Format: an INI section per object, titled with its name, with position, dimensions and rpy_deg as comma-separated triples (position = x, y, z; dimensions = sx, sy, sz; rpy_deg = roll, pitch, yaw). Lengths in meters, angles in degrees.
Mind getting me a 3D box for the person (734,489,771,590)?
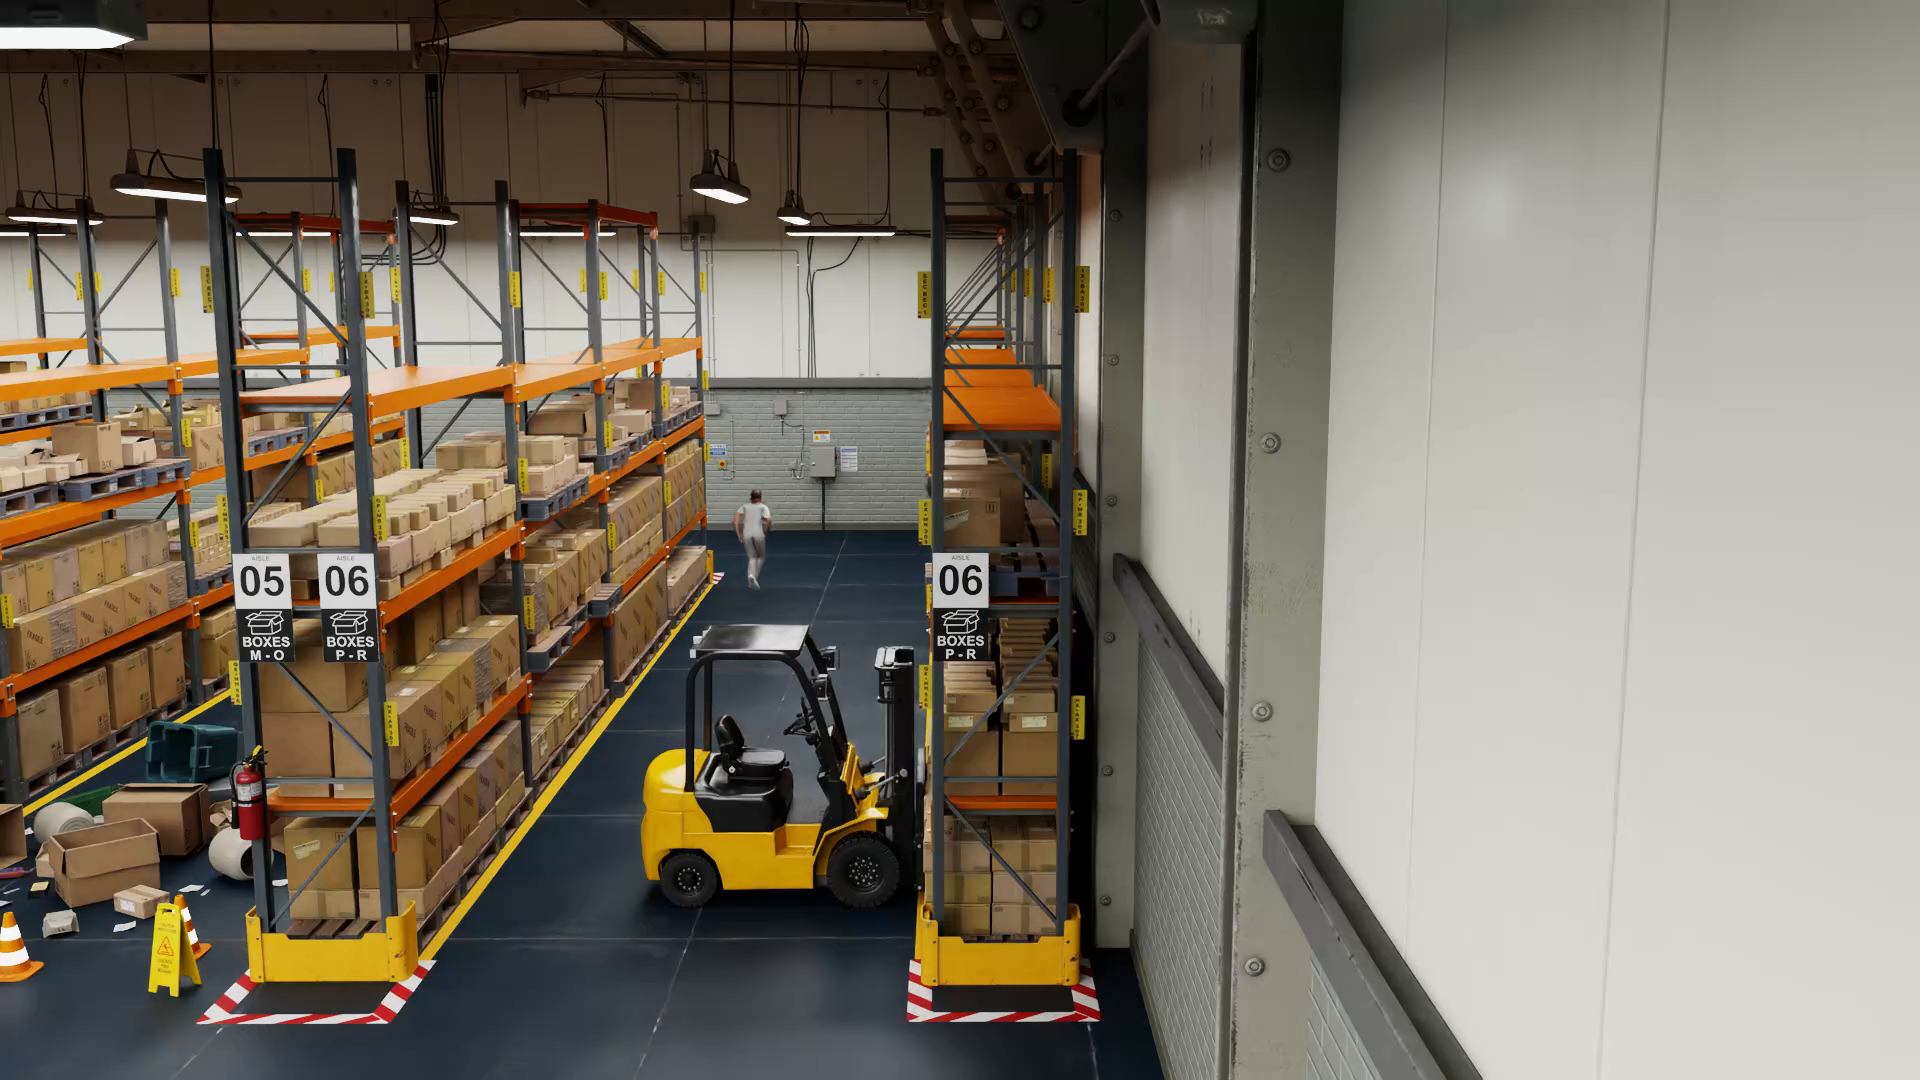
[person]
position = -3.235, 0.012, 25.900
dimensions = 0.577, 1.552, 0.800
rpy_deg = 1, 9, 3
